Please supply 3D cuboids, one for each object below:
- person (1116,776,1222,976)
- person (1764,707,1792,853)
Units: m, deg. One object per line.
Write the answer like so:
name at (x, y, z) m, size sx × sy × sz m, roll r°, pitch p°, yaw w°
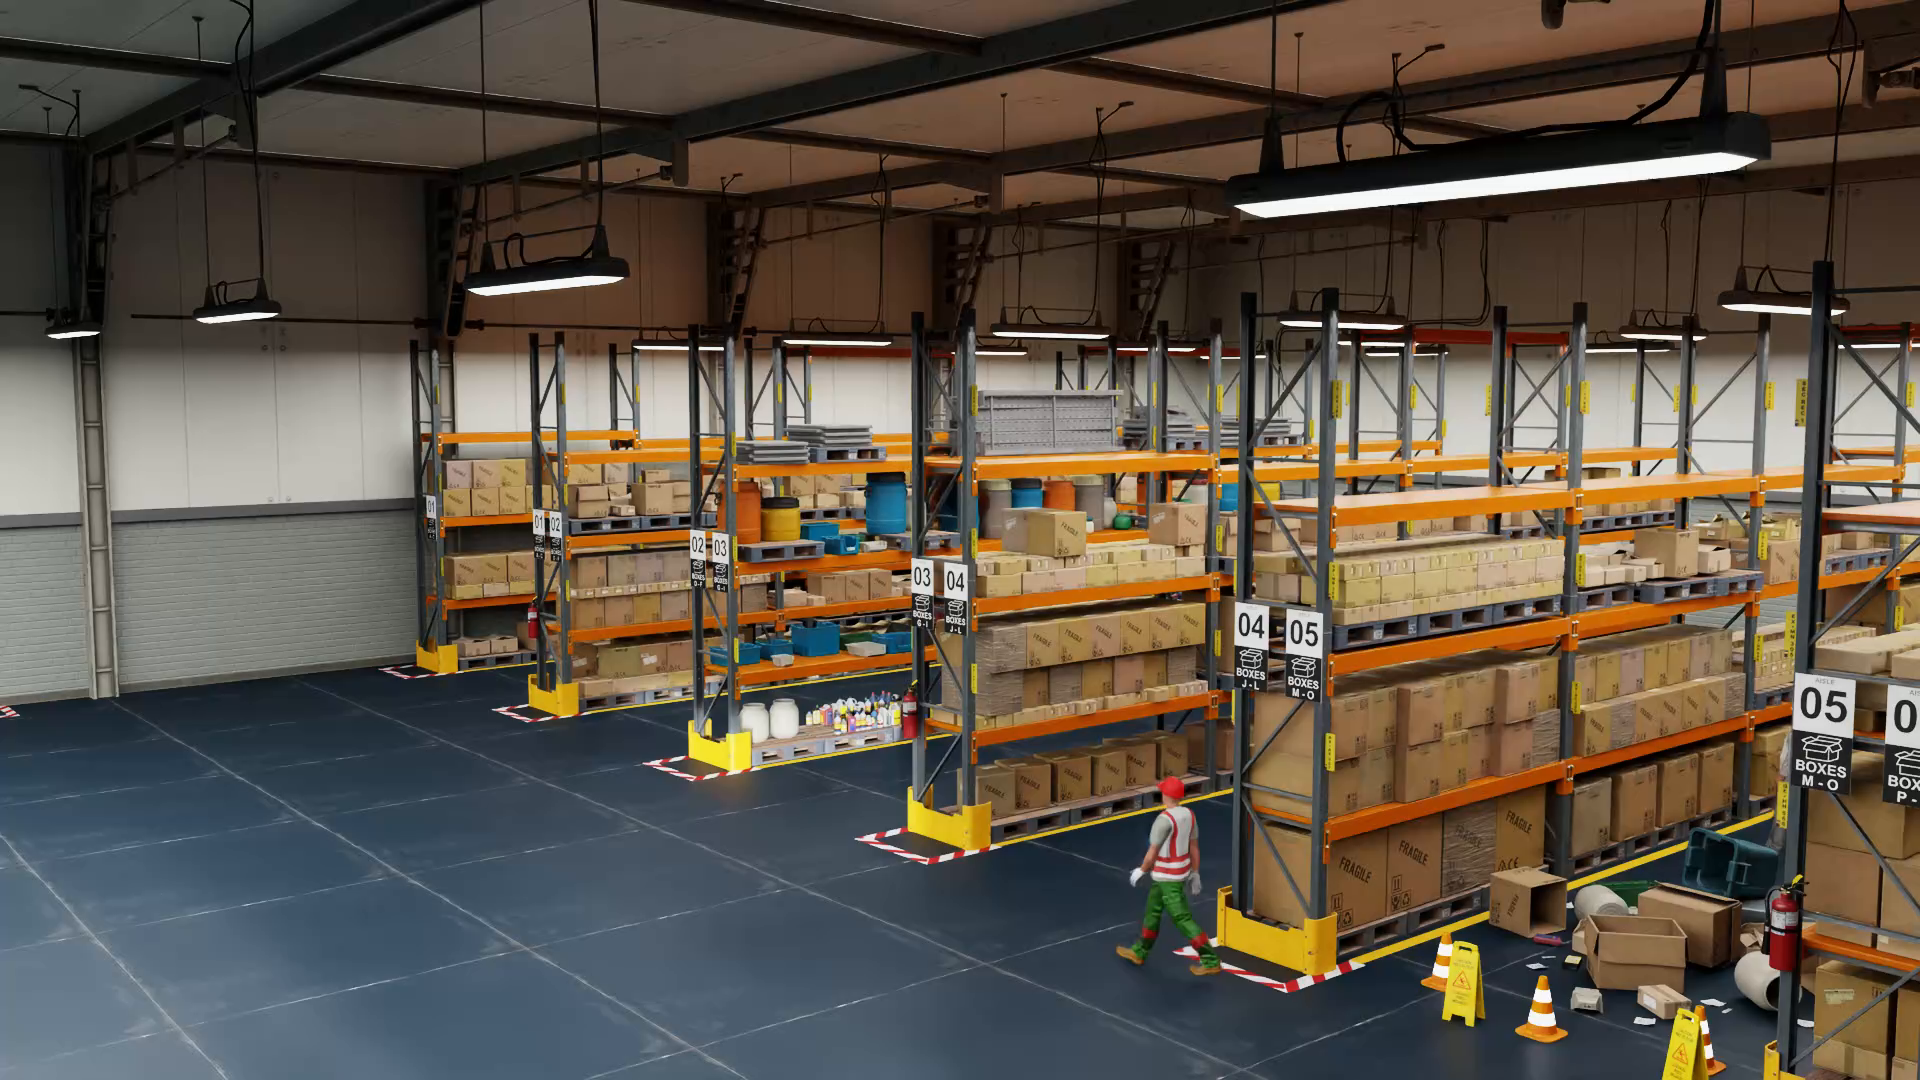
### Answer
person at (1.821, 2.942, 14.599) m, size 1.057 × 1.755 × 0.505 m, roll 3°, pitch 6°, yaw 25°
person at (9.225, 2.600, 18.307) m, size 0.610 × 1.778 × 0.490 m, roll -1°, pitch 5°, yaw -11°
